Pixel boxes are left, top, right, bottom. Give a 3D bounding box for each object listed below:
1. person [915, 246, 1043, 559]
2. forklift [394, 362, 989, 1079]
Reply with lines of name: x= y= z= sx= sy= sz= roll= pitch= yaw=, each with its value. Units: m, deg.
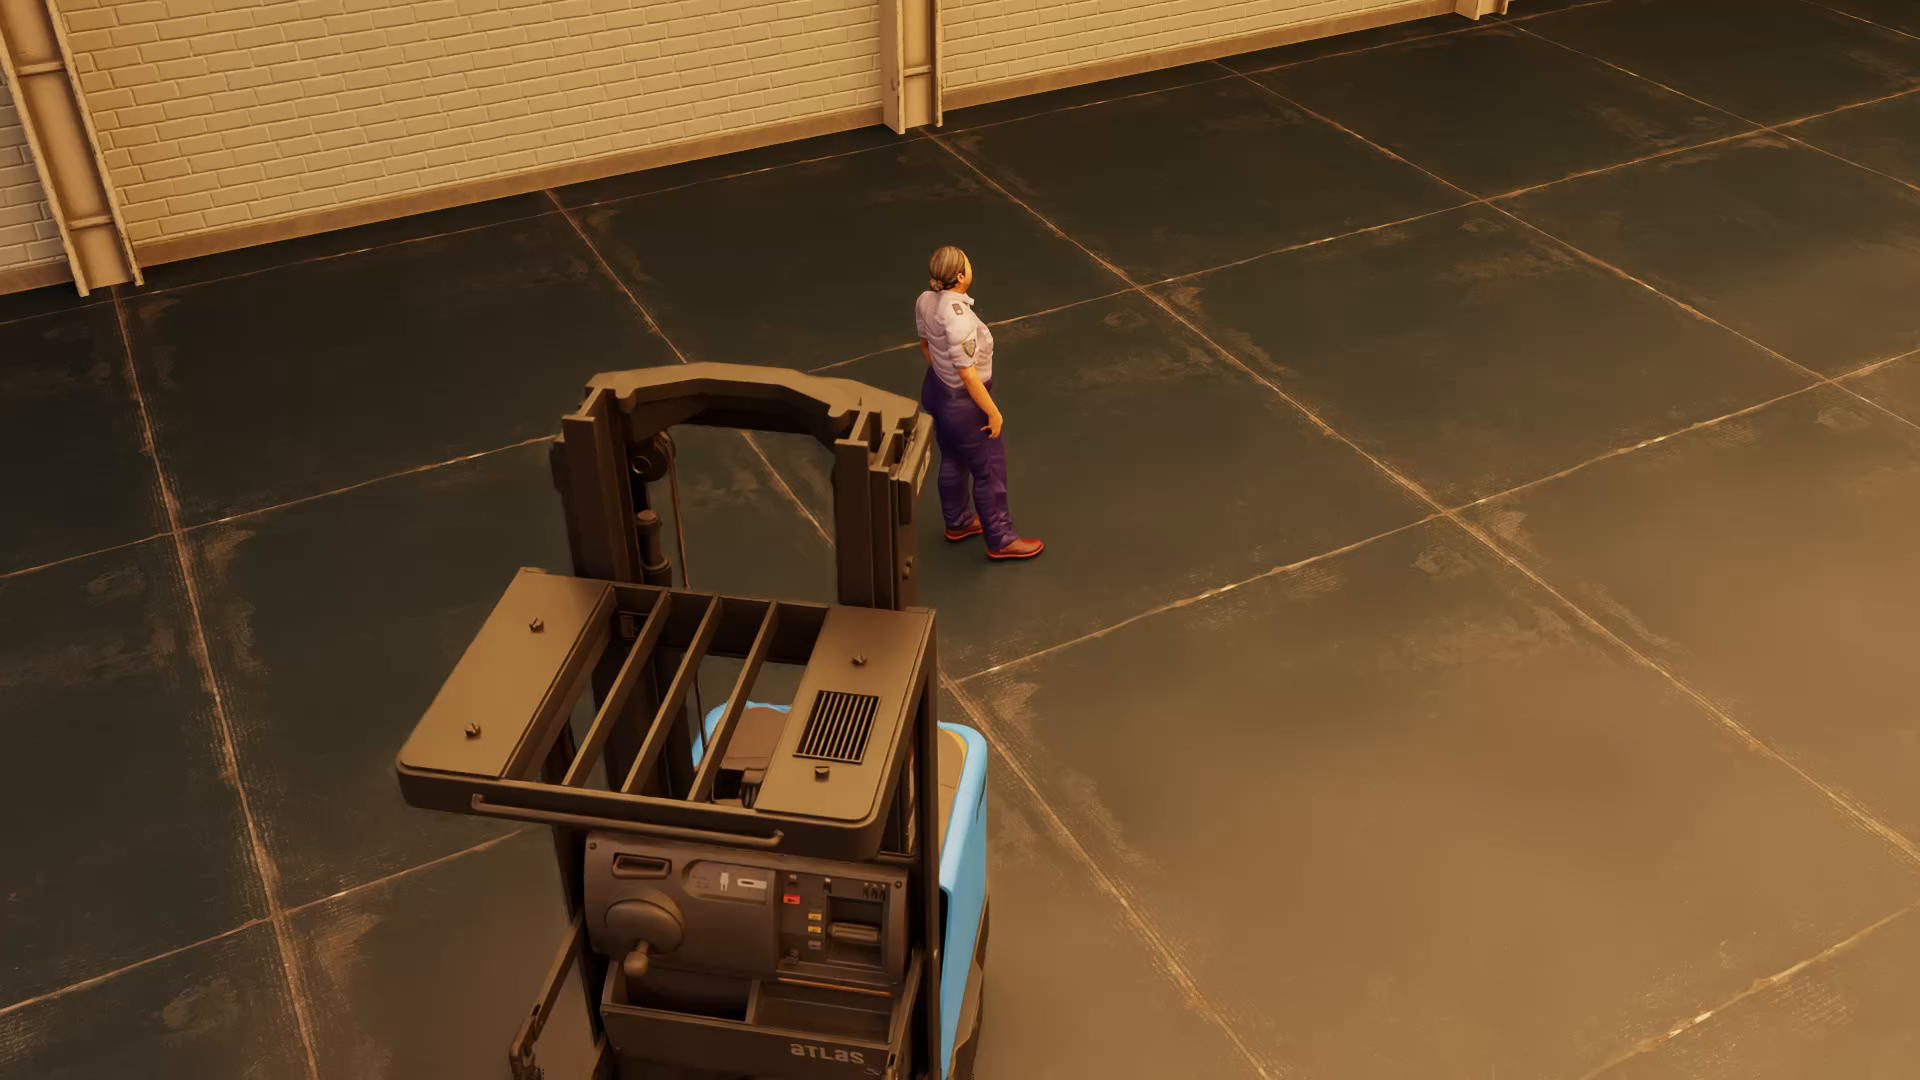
person: x=0.090 y=-0.692 z=8.200 sx=0.503 sy=1.651 sz=0.598 roll=-17 pitch=39 yaw=-23
forklift: x=-0.643 y=1.131 z=4.524 sx=1.130 sy=2.935 sz=3.031 roll=6 pitch=36 yaw=8
